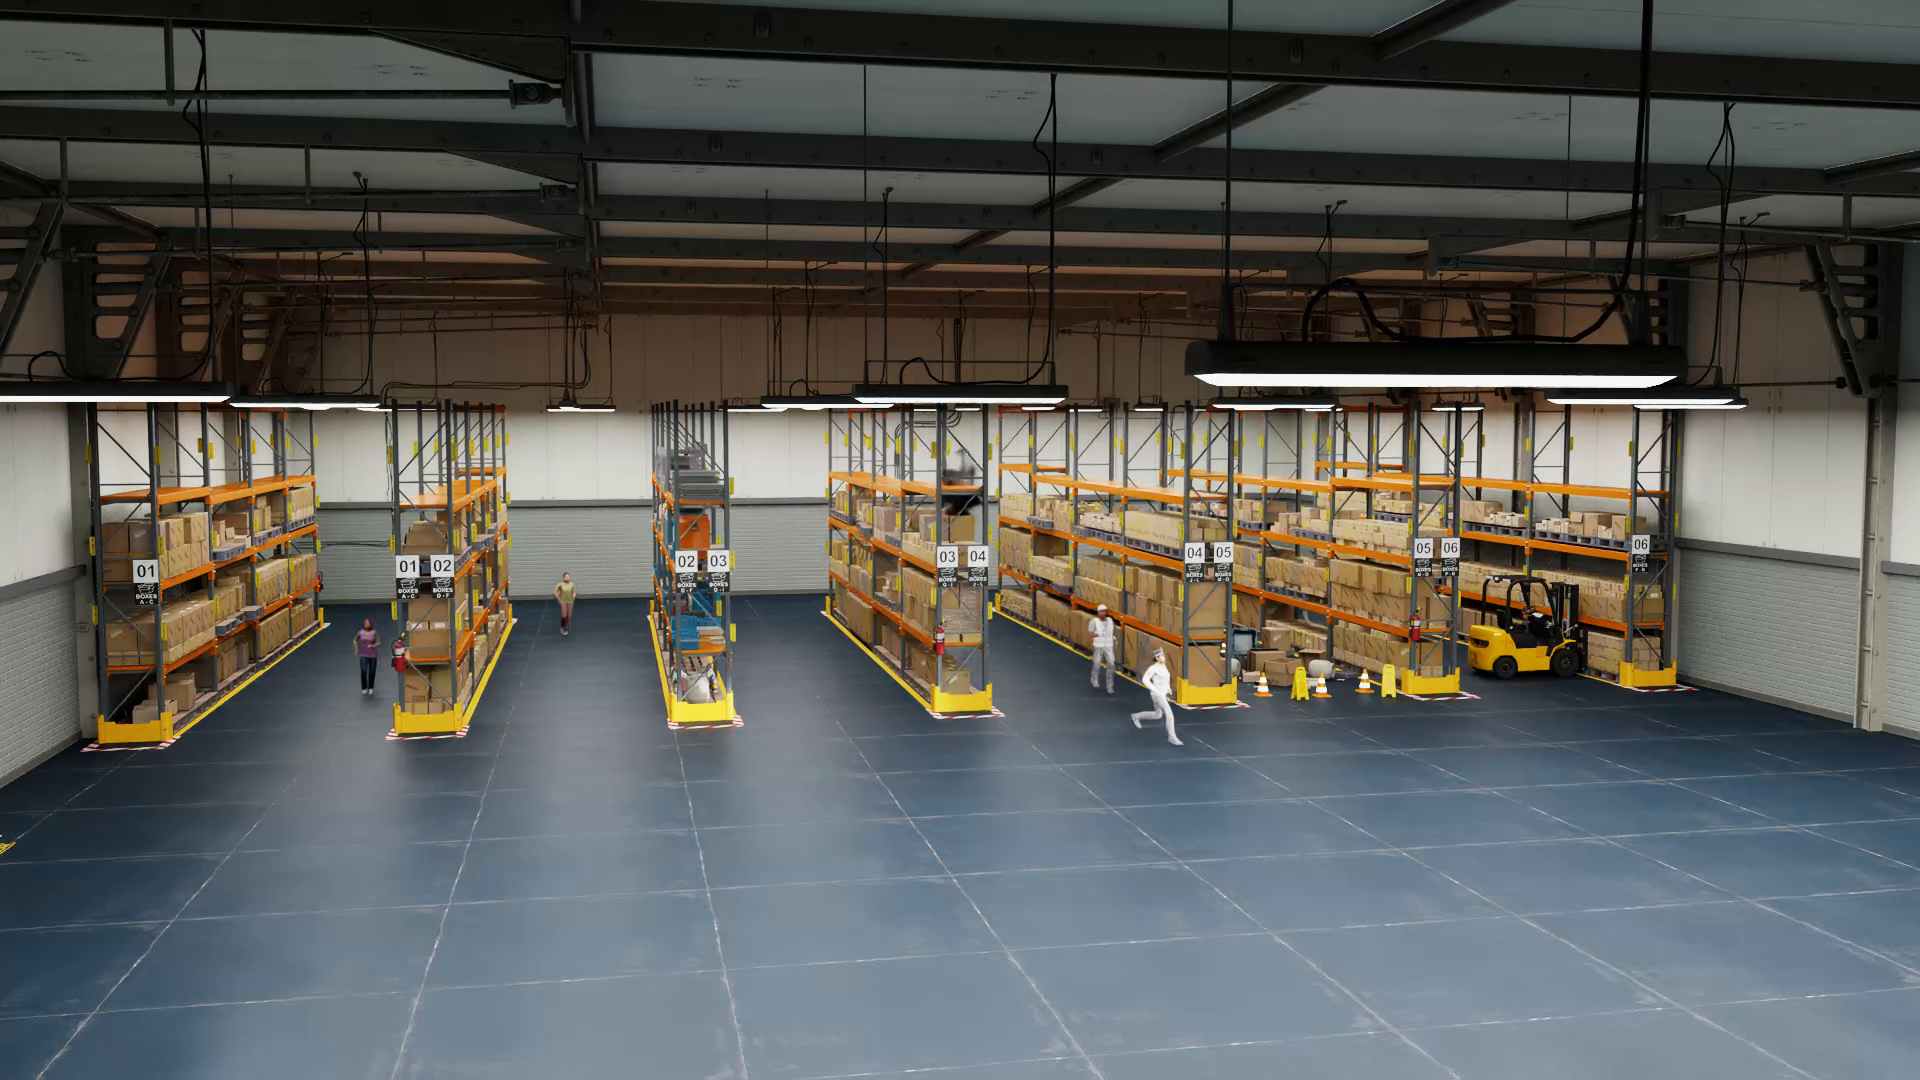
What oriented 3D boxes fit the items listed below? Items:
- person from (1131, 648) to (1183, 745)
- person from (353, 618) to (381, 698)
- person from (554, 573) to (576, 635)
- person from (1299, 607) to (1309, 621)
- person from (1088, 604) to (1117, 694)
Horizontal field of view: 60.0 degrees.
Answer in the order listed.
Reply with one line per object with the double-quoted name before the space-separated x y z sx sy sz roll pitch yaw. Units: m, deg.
"person" 3.451 2.720 29.103 0.996 1.691 0.595 2 5 25
"person" -11.984 2.389 33.637 0.510 1.607 0.676 -2 5 -22
"person" -10.179 1.654 43.031 0.553 1.626 0.567 -2 5 -27
"person" 9.121 1.565 43.997 0.550 1.750 0.781 -1 5 -18
"person" 2.951 2.245 34.325 0.661 1.846 0.785 -1 4 -12
